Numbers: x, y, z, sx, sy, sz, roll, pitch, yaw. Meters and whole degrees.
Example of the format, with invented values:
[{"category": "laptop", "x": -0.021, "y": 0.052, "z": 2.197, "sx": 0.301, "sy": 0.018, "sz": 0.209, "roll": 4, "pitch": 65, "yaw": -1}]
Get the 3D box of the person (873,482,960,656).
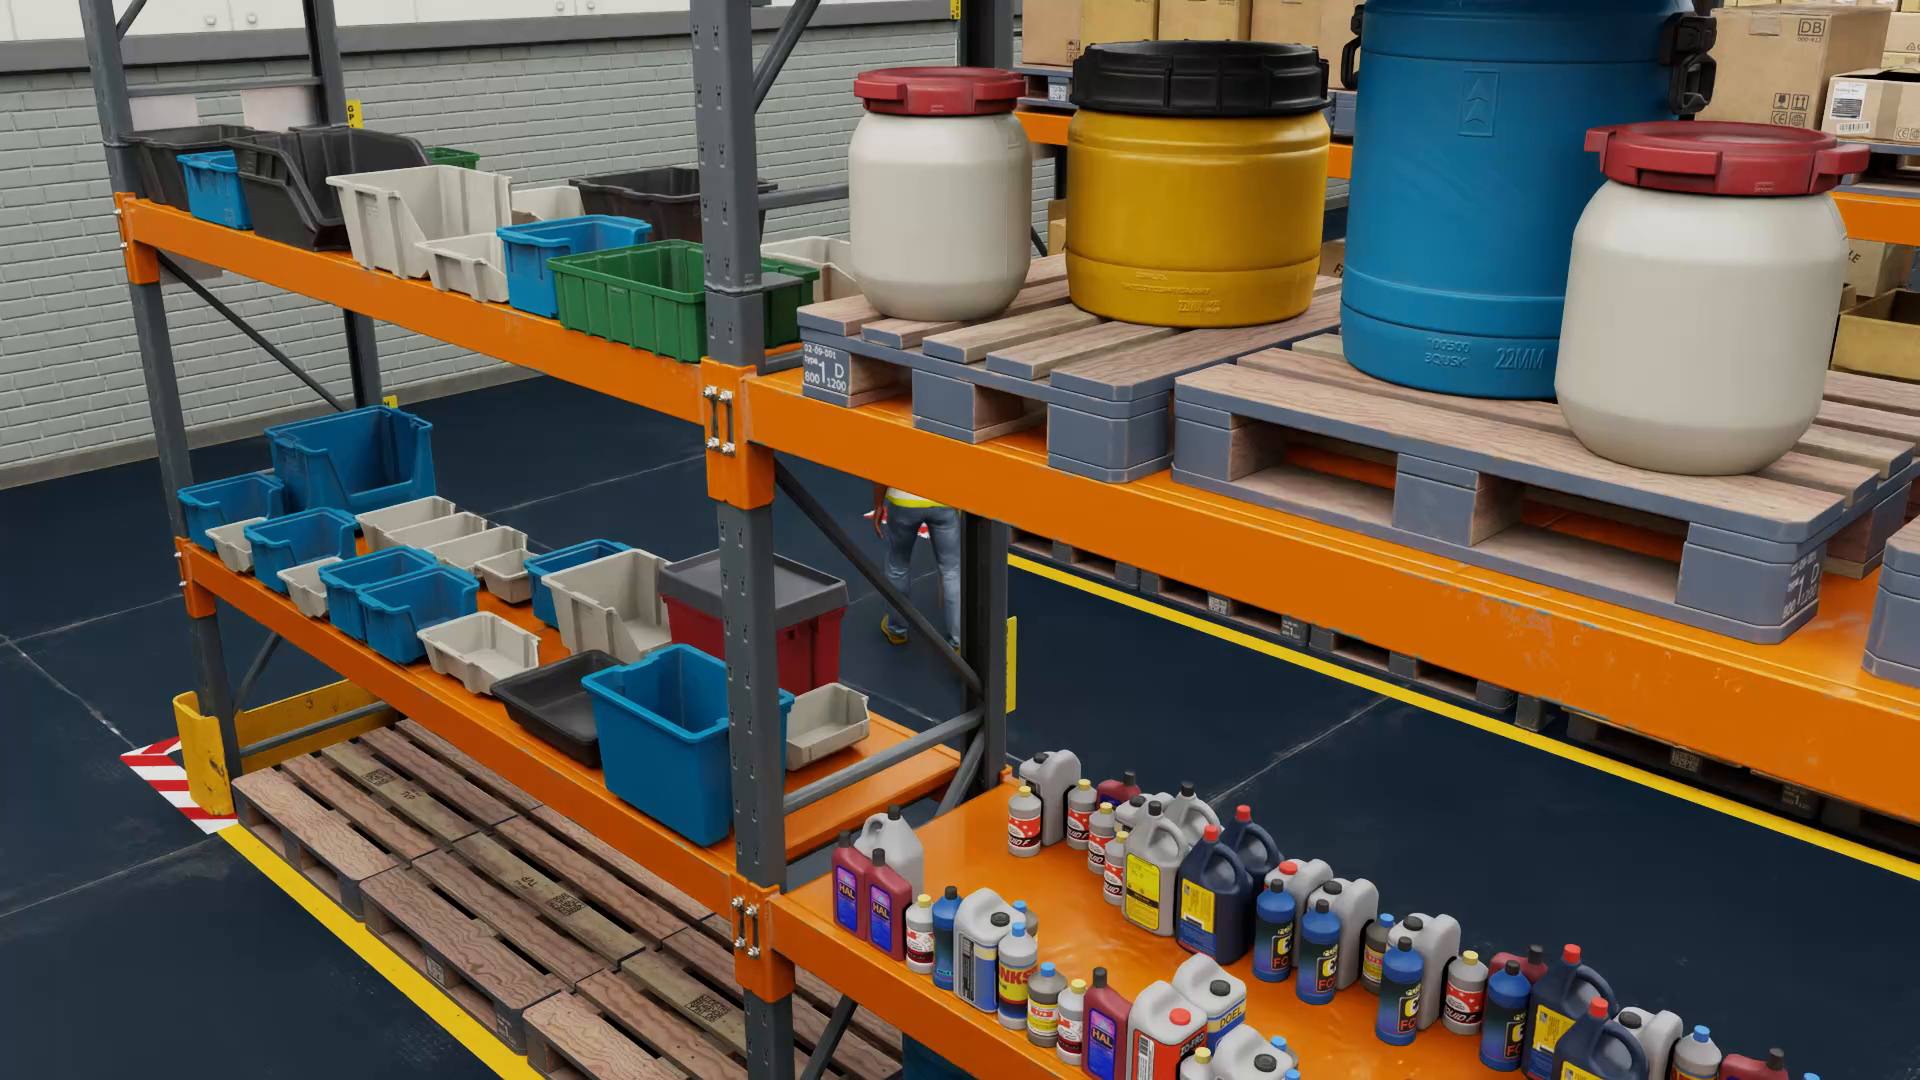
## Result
[{"category": "person", "x": -0.173, "y": -0.215, "z": 9.138, "sx": 0.637, "sy": 1.754, "sz": 0.738, "roll": -5, "pitch": 21, "yaw": -14}]
